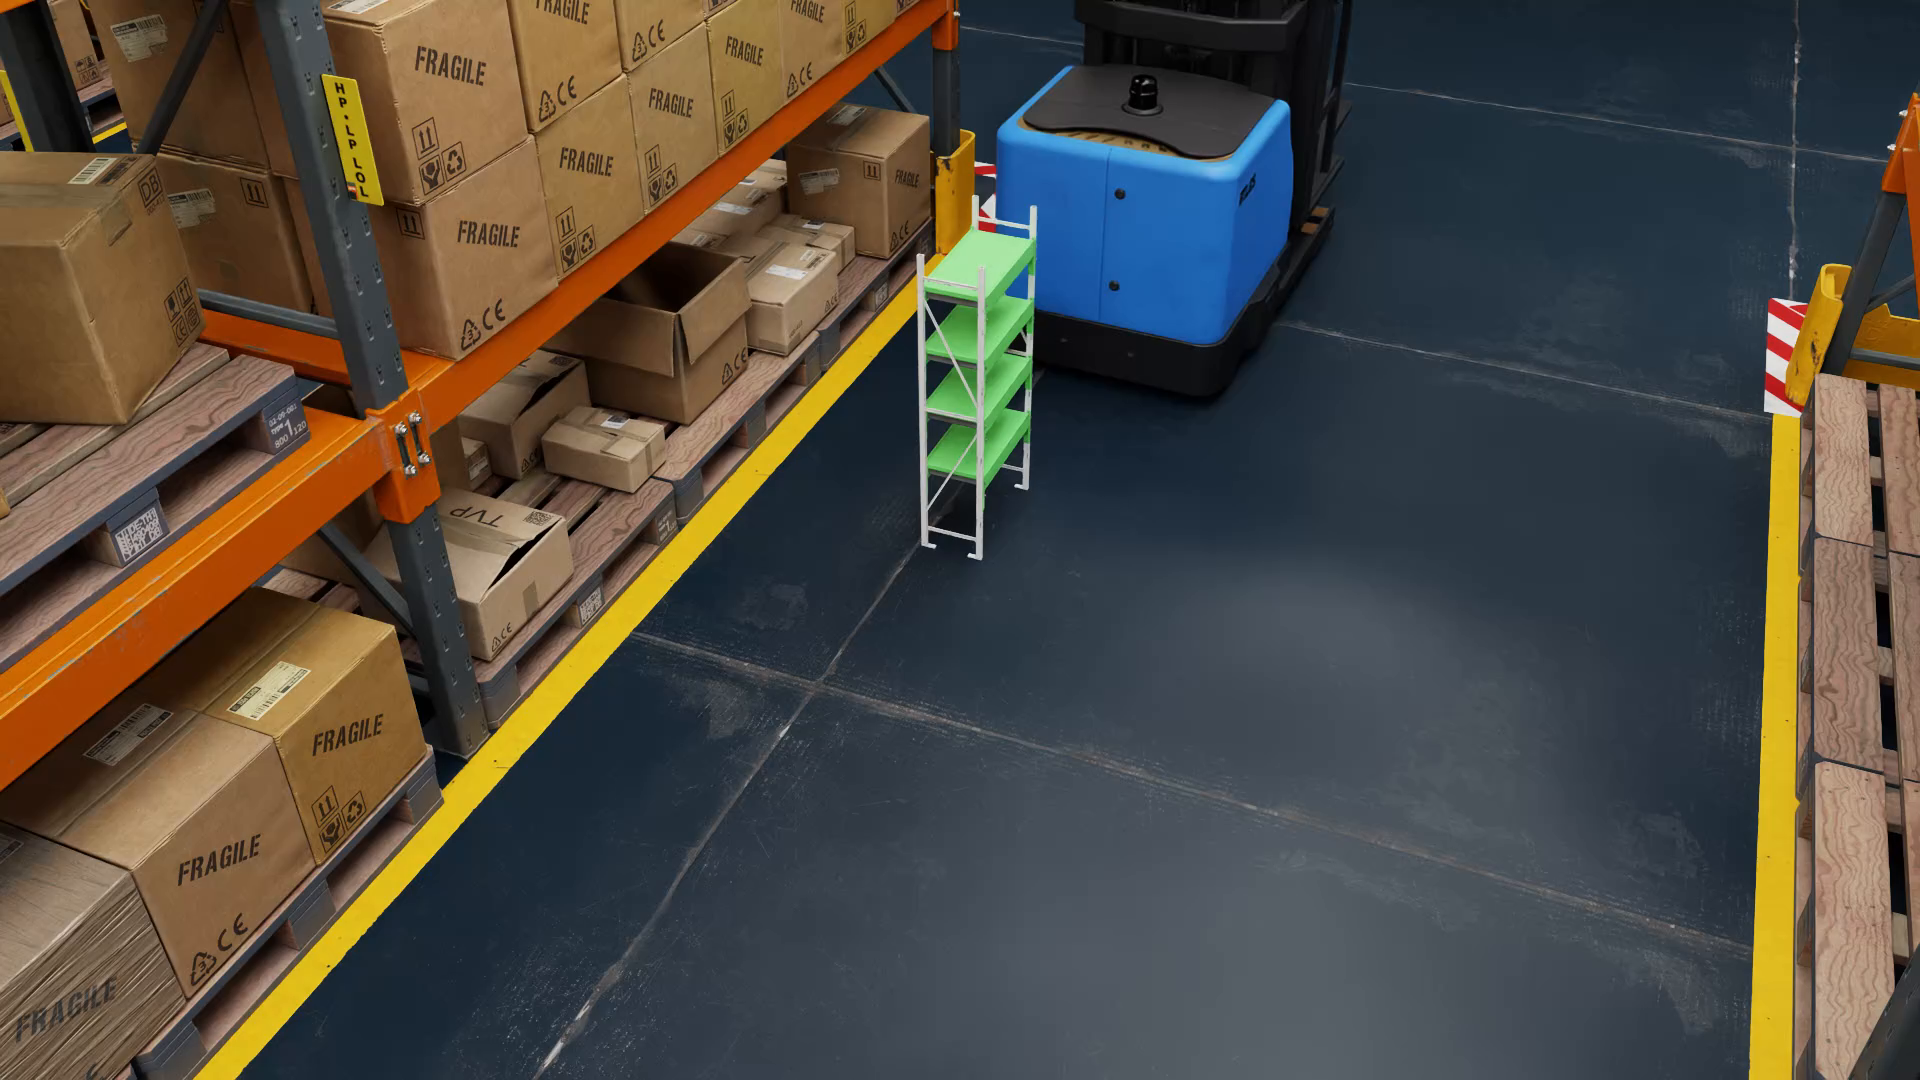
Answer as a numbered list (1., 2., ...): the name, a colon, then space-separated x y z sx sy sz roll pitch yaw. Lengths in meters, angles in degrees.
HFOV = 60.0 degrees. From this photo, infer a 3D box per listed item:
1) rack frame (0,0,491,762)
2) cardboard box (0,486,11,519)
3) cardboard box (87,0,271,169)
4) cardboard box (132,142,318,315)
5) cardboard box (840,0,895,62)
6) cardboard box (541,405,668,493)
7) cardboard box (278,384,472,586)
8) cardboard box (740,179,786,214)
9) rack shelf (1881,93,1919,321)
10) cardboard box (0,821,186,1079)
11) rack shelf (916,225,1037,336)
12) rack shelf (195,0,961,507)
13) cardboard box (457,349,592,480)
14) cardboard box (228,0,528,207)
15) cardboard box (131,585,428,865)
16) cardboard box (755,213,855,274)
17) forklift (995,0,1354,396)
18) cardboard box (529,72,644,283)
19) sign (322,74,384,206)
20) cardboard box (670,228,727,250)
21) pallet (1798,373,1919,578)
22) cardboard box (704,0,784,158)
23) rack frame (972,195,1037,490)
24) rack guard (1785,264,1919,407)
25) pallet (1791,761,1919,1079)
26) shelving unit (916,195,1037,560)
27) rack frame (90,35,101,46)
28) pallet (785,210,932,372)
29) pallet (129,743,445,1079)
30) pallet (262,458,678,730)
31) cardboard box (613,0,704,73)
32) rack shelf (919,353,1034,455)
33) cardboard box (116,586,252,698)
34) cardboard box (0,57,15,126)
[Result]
1. rack frame: -2.007 -0.641 4.602 1.000 3.000 0.127 14 39 18
2. cardboard box: -2.597 -0.243 3.635 0.700 0.500 0.500 20 41 25
3. cardboard box: -2.054 -1.421 4.727 0.500 0.500 0.500 14 39 18
4. cardboard box: -2.054 -1.016 5.021 0.500 0.500 0.500 14 39 18
5. cardboard box: -0.597 -2.298 6.735 0.500 0.500 0.500 14 39 18
6. cardboard box: -1.327 -0.347 6.208 0.380 0.166 0.250 14 39 18
7. cardboard box: -2.052 -0.196 5.728 0.500 0.500 0.500 14 39 18
8. cardboard box: -1.057 -1.605 7.891 0.380 0.166 0.250 14 39 18
9. rack shelf: 3.334 -0.330 4.787 1.077 0.370 4.000 14 39 18
10. cardboard box: -2.316 1.072 4.031 0.500 0.500 0.500 14 39 18
11. rack shelf: 0.063 -0.906 5.764 0.258 0.148 0.480 14 39 18
12. rack shelf: -1.246 -1.460 6.299 1.077 0.370 4.000 14 39 18
13. cardboard box: -1.767 -0.536 6.340 0.500 0.311 0.500 14 39 18
14. cardboard box: -1.567 -1.279 4.536 0.500 0.500 0.500 15 39 19
15. cardboard box: -1.929 0.522 4.766 0.500 0.500 0.500 14 39 17
16. cardboard box: -0.701 -1.336 7.531 0.380 0.166 0.250 14 39 18
17. forklift: 1.205 -2.649 7.346 1.130 2.935 3.031 15 39 19
18. cardboard box: -1.369 -1.186 5.247 0.500 0.500 0.500 15 39 19
19. sign: -1.492 -0.981 4.089 0.100 0.325 0.005 14 39 18
20. cardboard box: -1.334 -1.141 7.200 0.500 0.250 0.500 14 39 18
21. pallet: 3.745 -0.161 6.289 1.003 0.211 1.213 14 39 18
22. cardboard box: -0.984 -1.744 5.994 0.500 0.500 0.500 13 39 17
23. rack frame: 0.156 -0.707 6.194 0.240 1.200 0.015 14 39 18
24. rack guard: 4.092 -0.740 6.823 1.175 0.500 0.348 14 39 18
25. pallet: 2.817 1.190 4.481 1.003 0.211 1.213 14 39 18
26. shelving unit: 0.063 -0.572 6.013 0.258 1.200 0.503 14 39 18
27. rack frame: -5.067 -3.982 9.072 1.000 3.000 0.127 14 39 18
28. pallet: -0.816 -1.255 7.753 1.003 0.211 1.213 14 39 18
29. pallet: -2.281 0.935 4.823 1.003 0.211 1.213 14 39 18
30. pallet: -1.744 0.096 5.946 1.003 0.211 1.213 14 39 18
31. cardboard box: -1.175 -1.849 5.299 0.500 0.500 0.500 13 39 16
32. rack shelf: 0.063 -0.521 6.052 0.258 0.148 0.480 14 39 18
33. cardboard box: -2.416 0.396 4.935 0.500 0.500 0.500 12 38 16
34. cardboard box: -5.431 -2.462 8.775 0.700 0.500 0.500 14 39 18
